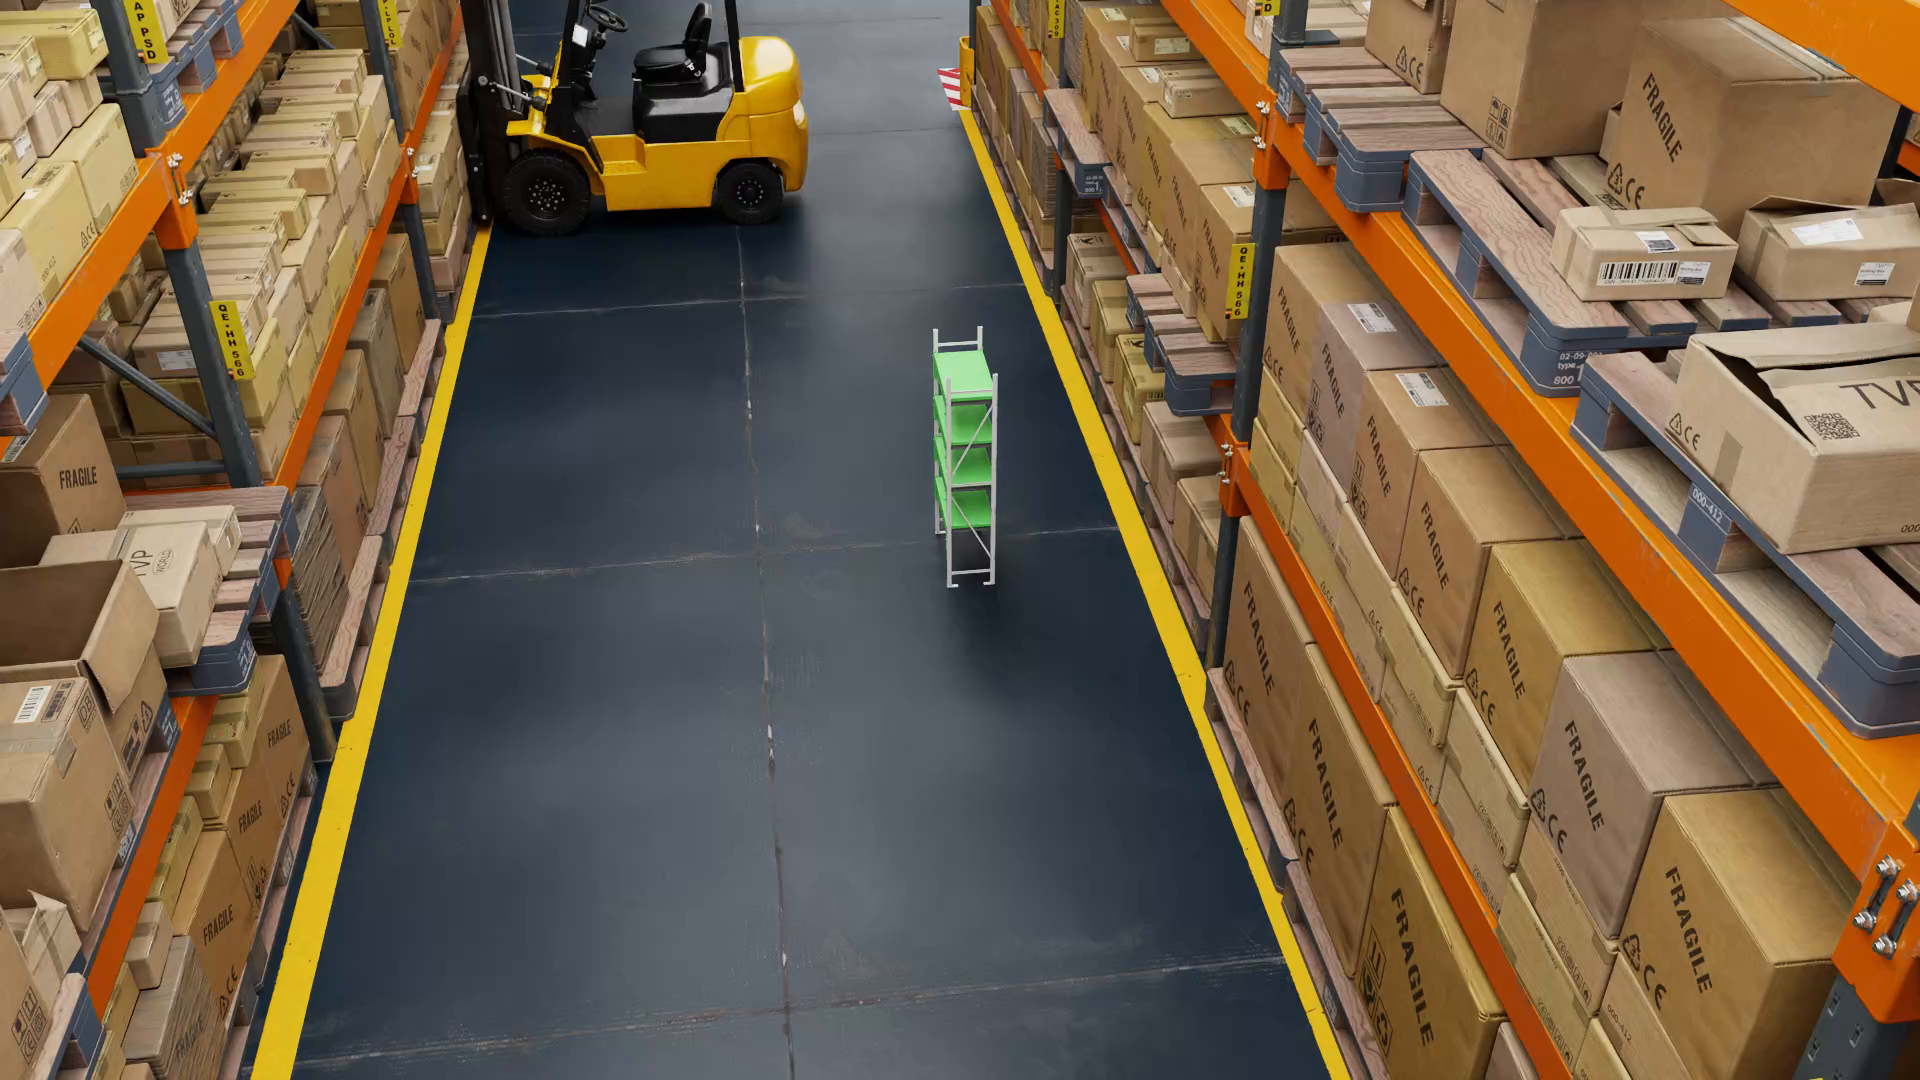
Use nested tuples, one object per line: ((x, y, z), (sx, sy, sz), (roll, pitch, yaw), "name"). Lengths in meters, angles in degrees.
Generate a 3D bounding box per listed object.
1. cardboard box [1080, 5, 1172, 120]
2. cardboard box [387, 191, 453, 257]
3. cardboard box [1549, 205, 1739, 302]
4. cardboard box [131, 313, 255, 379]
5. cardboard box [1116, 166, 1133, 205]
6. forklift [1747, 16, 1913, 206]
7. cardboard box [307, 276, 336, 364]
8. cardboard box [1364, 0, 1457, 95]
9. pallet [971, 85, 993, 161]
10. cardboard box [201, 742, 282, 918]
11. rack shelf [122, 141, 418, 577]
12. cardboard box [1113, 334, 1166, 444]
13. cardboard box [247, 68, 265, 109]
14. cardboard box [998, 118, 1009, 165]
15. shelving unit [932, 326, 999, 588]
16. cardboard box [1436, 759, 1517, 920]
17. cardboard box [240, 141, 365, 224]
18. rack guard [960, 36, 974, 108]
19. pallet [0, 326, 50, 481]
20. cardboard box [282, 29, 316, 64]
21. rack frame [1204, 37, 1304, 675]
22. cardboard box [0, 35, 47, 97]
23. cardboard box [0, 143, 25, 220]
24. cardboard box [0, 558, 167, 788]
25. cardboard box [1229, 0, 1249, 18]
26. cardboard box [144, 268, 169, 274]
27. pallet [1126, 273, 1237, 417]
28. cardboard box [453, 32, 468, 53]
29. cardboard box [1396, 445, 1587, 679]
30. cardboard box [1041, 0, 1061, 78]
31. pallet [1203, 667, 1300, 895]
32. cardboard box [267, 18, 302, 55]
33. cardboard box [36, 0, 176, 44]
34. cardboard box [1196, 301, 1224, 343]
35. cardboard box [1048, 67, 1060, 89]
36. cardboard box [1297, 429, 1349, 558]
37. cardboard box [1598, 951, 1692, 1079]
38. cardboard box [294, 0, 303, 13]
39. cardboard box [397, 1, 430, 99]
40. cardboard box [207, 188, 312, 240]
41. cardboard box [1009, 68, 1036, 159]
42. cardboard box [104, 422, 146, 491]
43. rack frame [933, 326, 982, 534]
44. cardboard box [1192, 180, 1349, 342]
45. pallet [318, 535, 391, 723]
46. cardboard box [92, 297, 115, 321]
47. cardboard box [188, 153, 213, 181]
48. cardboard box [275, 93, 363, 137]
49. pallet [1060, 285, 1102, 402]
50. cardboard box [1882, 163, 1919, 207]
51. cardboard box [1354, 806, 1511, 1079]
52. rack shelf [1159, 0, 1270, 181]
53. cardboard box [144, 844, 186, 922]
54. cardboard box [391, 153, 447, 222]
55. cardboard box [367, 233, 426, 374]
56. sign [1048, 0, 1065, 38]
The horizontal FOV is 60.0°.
((0.966, -2.639, 9.233), (0.500, 0.500, 0.500), (-4, 35, -6), "cardboard box")
((-3.558, -2.023, 10.680), (0.500, 0.250, 0.500), (-5, 35, -7), "cardboard box")
((1.792, -0.760, 4.373), (0.380, 0.166, 0.250), (-2, 34, -2), "cardboard box")
((-3.012, -0.763, 6.542), (0.380, 0.149, 0.250), (-3, 34, -5), "cardboard box")
((1.028, -1.872, 8.683), (0.380, 0.149, 0.250), (-3, 34, -5), "cardboard box")
((3.699, -1.311, 8.071), (1.130, 2.935, 3.031), (13, 36, 18), "forklift")
((-3.217, -1.026, 7.725), (0.500, 0.250, 0.500), (-5, 35, -8), "cardboard box")
((1.858, -1.889, 5.729), (0.797, 0.503, 0.637), (-6, 35, -9), "cardboard box")
((0.666, -3.445, 13.618), (1.003, 0.211, 1.213), (-4, 35, -6), "pallet")
((-2.934, 1.105, 6.311), (0.500, 0.500, 0.500), (-5, 35, -7), "cardboard box")
((-3.530, -1.073, 8.299), (1.077, 0.370, 4.000), (-4, 35, -6), "rack shelf")
((1.388, -0.870, 9.324), (0.950, 0.372, 0.625), (-3, 34, -5), "cardboard box")
((-3.980, -2.429, 8.986), (0.380, 0.149, 0.250), (-5, 35, -8), "cardboard box")
((0.563, -3.073, 12.665), (0.500, 0.250, 0.500), (-2, 34, -3), "cardboard box")
((0.022, -0.403, 8.277), (0.258, 1.200, 0.503), (-4, 35, -6), "shelving unit")
((1.769, 0.864, 4.952), (0.500, 0.250, 0.500), (-5, 35, -8), "cardboard box")
((-3.340, -1.804, 8.422), (0.500, 0.250, 0.500), (-4, 34, -5), "cardboard box")
((0.592, -4.021, 14.206), (1.175, 0.500, 0.348), (-4, 35, -6), "rack guard")
((-2.884, -0.131, 3.782), (1.213, 0.211, 1.003), (-4, 35, -6), "pallet")
((-4.127, -2.757, 10.044), (0.500, 0.500, 0.500), (-5, 35, -7), "cardboard box")
((1.657, -0.632, 7.013), (1.000, 3.000, 0.127), (-4, 35, -6), "rack frame")
((-2.991, -1.395, 4.984), (0.380, 0.149, 0.250), (-5, 35, -8), "cardboard box")
((-2.872, -0.986, 4.649), (0.380, 0.149, 0.250), (-4, 35, -6), "cardboard box")
((-2.858, 0.427, 4.995), (0.797, 0.503, 0.637), (-5, 35, -7), "cardboard box")
((1.540, -2.442, 6.918), (0.700, 0.500, 0.500), (-4, 35, -6), "cardboard box")
((-3.732, -1.193, 7.526), (0.500, 0.250, 0.500), (-5, 35, -7), "cardboard box")
((1.456, -0.942, 7.639), (1.213, 0.211, 1.003), (-4, 35, -6), "pallet")
((-3.891, -3.651, 12.624), (0.500, 0.250, 0.500), (-4, 34, -6), "cardboard box")
((1.676, 0.055, 5.029), (0.500, 0.500, 0.500), (-4, 34, -6), "cardboard box")
((0.813, -3.257, 10.513), (0.500, 0.500, 0.500), (-5, 35, -8), "cardboard box")
((1.689, 0.966, 7.145), (1.003, 0.211, 1.213), (-4, 35, -6), "pallet")
((-4.097, -2.955, 9.758), (0.380, 0.149, 0.250), (-5, 35, -7), "cardboard box")
((-3.007, -1.829, 5.853), (0.380, 0.166, 0.250), (-4, 35, -6), "cardboard box")
((1.272, -1.011, 7.420), (0.380, 0.149, 0.250), (-4, 34, -6), "cardboard box")
((0.774, -2.916, 10.589), (0.380, 0.149, 0.250), (-5, 35, -7), "cardboard box")
((1.549, -0.186, 6.049), (0.500, 0.250, 0.500), (-4, 34, -5), "cardboard box")
((1.895, 1.228, 3.973), (0.500, 0.250, 0.500), (-4, 35, -6), "cardboard box")
((-4.134, -3.217, 9.877), (0.380, 0.149, 0.250), (-5, 35, -8), "cardboard box")
((-3.686, -3.084, 10.523), (0.500, 0.500, 0.500), (-4, 34, -6), "cardboard box")
((-3.196, -1.483, 7.597), (0.380, 0.149, 0.250), (-4, 34, -5), "cardboard box")
((0.634, -3.089, 12.022), (0.500, 0.500, 0.500), (-3, 34, -4), "cardboard box")
((-3.575, -0.423, 6.841), (0.500, 0.250, 0.500), (-5, 35, -7), "cardboard box")
((-0.011, -0.540, 8.476), (0.240, 1.200, 0.015), (-4, 35, -6), "rack frame")
((1.321, -1.202, 7.125), (0.500, 0.500, 0.500), (-5, 35, -8), "cardboard box")
((-3.333, 0.436, 7.922), (1.003, 0.211, 1.213), (-4, 35, -6), "pallet")
((-3.651, -0.867, 6.694), (0.380, 0.149, 0.250), (-4, 34, -5), "cardboard box")
((-3.805, -1.729, 7.958), (0.380, 0.149, 0.250), (-4, 34, -6), "cardboard box")
((-3.333, -2.202, 8.652), (0.380, 0.149, 0.250), (-5, 35, -8), "cardboard box")
((1.226, -1.277, 10.437), (1.003, 0.211, 1.213), (-4, 35, -6), "pallet")
((6.183, -2.199, 10.939), (1.050, 0.750, 0.750), (-5, 35, -7), "cardboard box")
((1.903, 1.461, 5.456), (0.875, 0.875, 0.875), (-3, 34, -5), "cardboard box")
((1.388, -2.690, 8.009), (1.077, 0.370, 4.000), (-4, 35, -6), "rack shelf")
((-2.860, 1.184, 5.620), (0.380, 0.149, 0.250), (-5, 35, -7), "cardboard box")
((-3.553, -2.230, 10.540), (0.500, 0.250, 0.500), (-5, 35, -7), "cardboard box")
((-3.717, -1.388, 9.859), (0.875, 0.625, 0.625), (-3, 34, -4), "cardboard box")
((0.583, -3.176, 9.978), (0.100, 0.325, 0.005), (-4, 35, -6), "sign")
